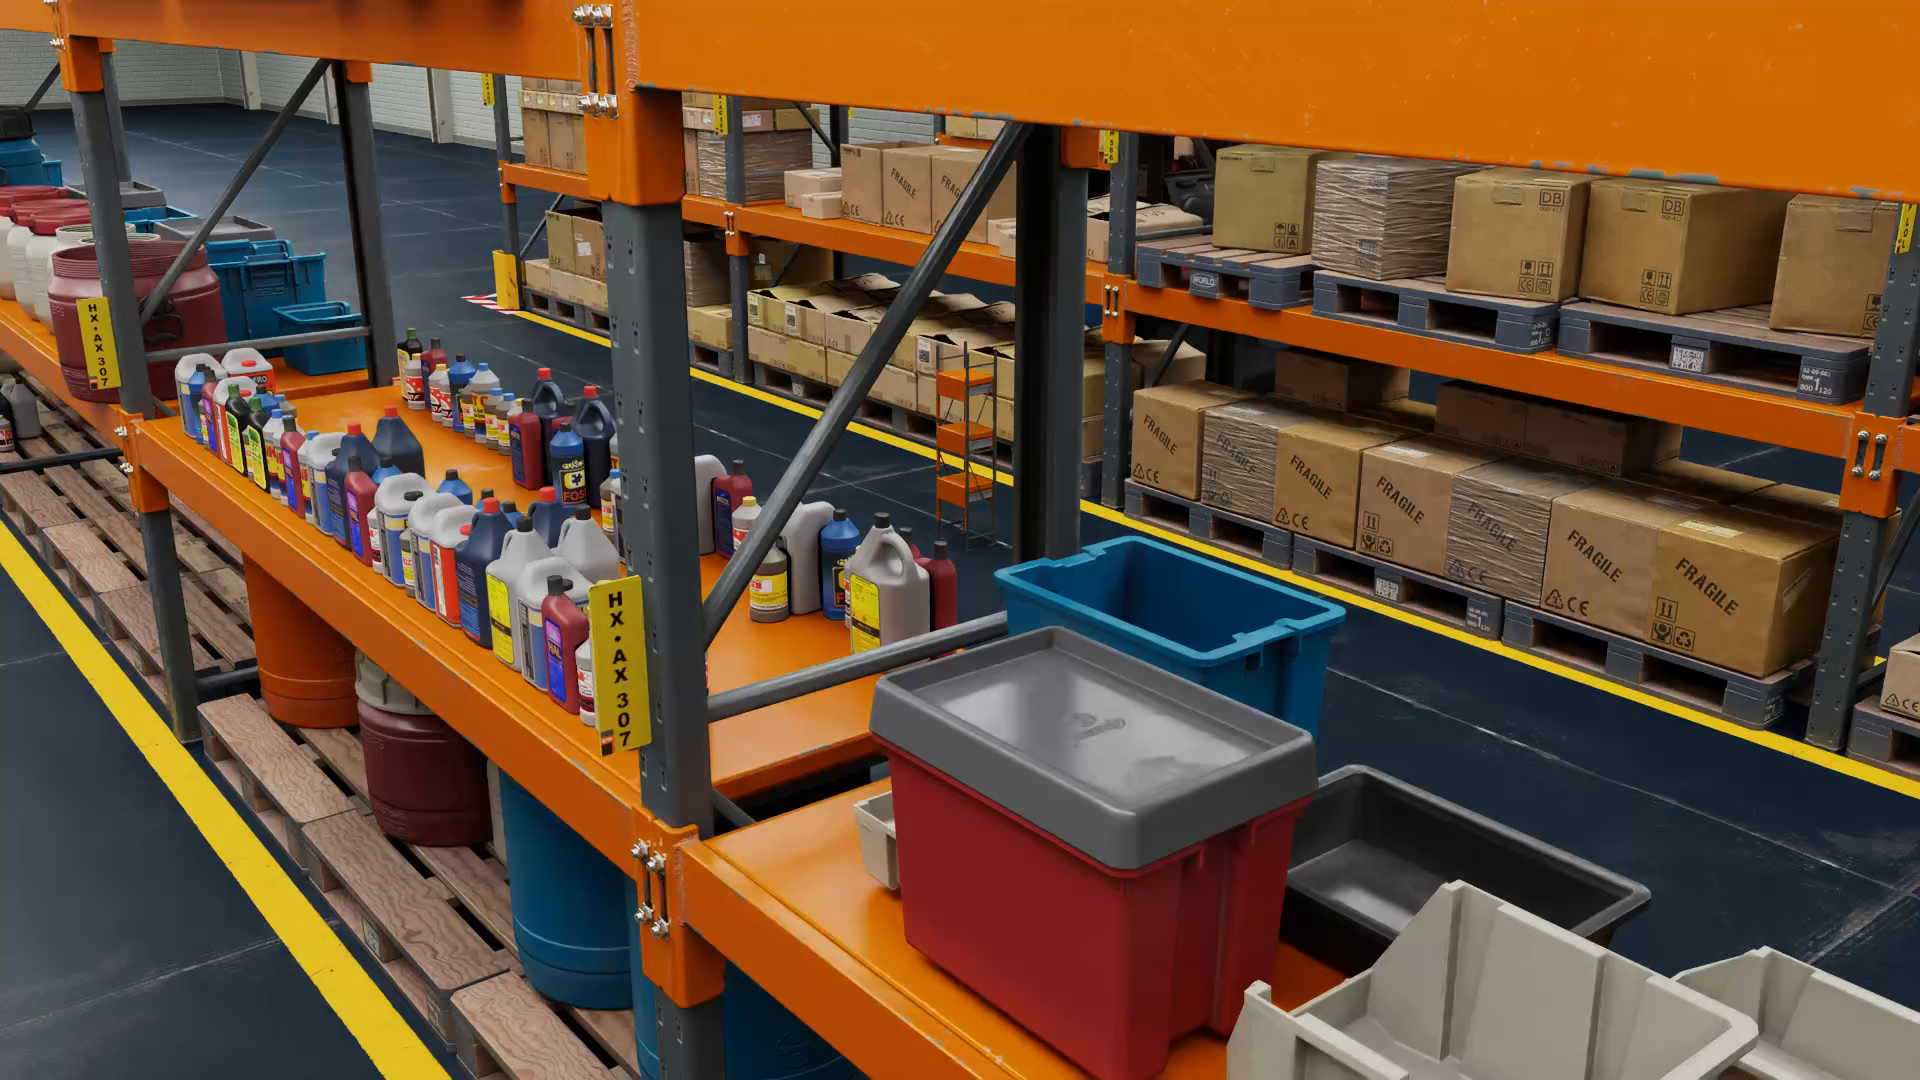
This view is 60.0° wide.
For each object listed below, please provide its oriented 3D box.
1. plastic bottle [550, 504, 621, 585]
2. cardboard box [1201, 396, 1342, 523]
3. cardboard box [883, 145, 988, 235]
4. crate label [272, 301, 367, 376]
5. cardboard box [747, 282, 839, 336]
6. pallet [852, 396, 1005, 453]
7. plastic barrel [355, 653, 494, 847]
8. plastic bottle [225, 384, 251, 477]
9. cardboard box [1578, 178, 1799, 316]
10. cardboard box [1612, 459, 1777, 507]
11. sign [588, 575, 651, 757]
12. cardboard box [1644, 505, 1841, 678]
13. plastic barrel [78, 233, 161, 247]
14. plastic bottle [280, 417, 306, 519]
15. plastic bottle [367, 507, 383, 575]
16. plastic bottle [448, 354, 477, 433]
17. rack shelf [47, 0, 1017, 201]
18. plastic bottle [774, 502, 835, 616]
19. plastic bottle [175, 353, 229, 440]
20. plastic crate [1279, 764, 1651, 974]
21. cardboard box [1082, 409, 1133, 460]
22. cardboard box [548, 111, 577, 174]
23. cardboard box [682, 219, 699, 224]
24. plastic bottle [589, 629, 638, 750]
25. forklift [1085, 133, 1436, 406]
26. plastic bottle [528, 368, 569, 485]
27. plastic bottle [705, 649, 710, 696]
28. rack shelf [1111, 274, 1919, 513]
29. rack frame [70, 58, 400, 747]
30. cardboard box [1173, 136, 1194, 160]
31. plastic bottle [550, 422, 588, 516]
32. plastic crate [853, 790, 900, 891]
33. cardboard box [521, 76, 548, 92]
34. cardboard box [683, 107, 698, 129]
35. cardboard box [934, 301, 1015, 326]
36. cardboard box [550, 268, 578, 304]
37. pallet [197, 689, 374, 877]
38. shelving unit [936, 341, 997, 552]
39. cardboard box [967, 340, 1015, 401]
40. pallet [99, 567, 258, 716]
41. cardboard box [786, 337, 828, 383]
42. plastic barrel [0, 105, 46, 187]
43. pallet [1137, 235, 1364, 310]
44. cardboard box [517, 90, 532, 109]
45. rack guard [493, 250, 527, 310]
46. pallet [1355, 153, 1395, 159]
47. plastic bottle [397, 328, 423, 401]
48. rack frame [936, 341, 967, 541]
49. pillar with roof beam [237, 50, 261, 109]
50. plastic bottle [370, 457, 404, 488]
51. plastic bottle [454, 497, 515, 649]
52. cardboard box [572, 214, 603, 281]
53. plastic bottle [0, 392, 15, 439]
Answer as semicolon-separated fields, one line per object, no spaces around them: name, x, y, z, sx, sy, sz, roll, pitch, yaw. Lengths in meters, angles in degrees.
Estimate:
plastic bottle;-0.887;0.083;3.917;0.144;0.351;0.185;-14;23;-36
cardboard box;1.617;-0.427;8.657;0.500;0.500;0.500;-15;24;-38
cardboard box;-0.153;-2.288;10.842;0.500;0.500;0.500;-14;23;-36
crate label;-2.624;-0.832;6.871;0.303;0.233;0.416;-14;23;-36
cardboard box;-1.194;-1.696;12.027;0.500;0.311;0.500;-14;23;-36
pallet;-0.005;-0.888;11.208;1.003;0.211;1.213;-14;23;-36
plastic barrel;-1.638;0.606;5.429;0.600;0.588;0.708;-14;23;-36
plastic bottle;-2.307;-0.354;5.345;0.061;0.283;0.133;-14;23;-36
cardboard box;3.117;-1.279;7.127;0.700;0.500;0.500;-10;21;-28
cardboard box;3.263;-0.033;7.468;0.500;0.500;0.500;-14;23;-35
sign;-0.606;0.226;2.967;0.100;0.325;0.005;-14;23;-36
cardboard box;3.181;0.197;6.772;0.500;0.500;0.500;-14;23;-36
plastic barrel;-3.463;-1.000;6.932;0.421;0.512;0.421;0;18;0
plastic bottle;-1.960;-0.216;4.929;0.061;0.283;0.133;-14;23;-36
plastic bottle;-1.532;-0.017;4.457;0.097;0.201;0.097;0;18;0
plastic bottle;-1.750;-0.521;5.867;0.097;0.271;0.097;0;18;0
rack shelf;-1.415;-1.325;4.463;1.077;0.370;4.000;-14;23;-36
plastic bottle;-0.389;0.031;4.194;0.152;0.276;0.135;-14;23;-36
plastic bottle;-2.641;-0.506;5.817;0.152;0.276;0.135;-14;23;-36
plastic crate;0.732;0.576;2.693;0.437;0.125;0.590;-14;23;-36
cardboard box;0.711;-0.677;9.841;0.500;0.250;0.500;-13;23;-35
cardboard box;-3.129;-3.474;14.422;0.700;0.500;0.500;-13;22;-35
cardboard box;-2.231;-2.481;14.096;0.500;0.500;0.500;-14;23;-36
plastic bottle;-0.671;0.276;3.456;0.152;0.276;0.135;-14;23;-36
forklift;1.878;-2.327;11.227;1.130;2.935;3.031;-15;23;-38
plastic bottle;-1.295;-0.366;5.275;0.144;0.351;0.185;-14;23;-36
plastic bottle;-0.585;0.282;3.555;0.097;0.201;0.097;0;18;0
rack shelf;2.470;-0.866;7.852;1.077;0.370;4.000;-14;23;-36
rack frame;-2.657;-0.735;6.310;1.000;3.000;0.127;-14;23;-36
cardboard box;2.094;-3.650;15.320;0.500;0.250;0.500;-14;23;-36
plastic bottle;-1.165;-0.216;4.947;0.097;0.271;0.097;0;18;0
plastic crate;0.004;0.490;2.935;0.396;0.136;0.243;-14;23;-36
cardboard box;-3.426;-4.205;14.566;0.700;0.500;0.500;-14;23;-36
cardboard box;-1.908;-3.192;12.541;0.380;0.149;0.250;-15;23;-38
cardboard box;0.166;-1.428;11.217;0.500;0.311;0.500;-14;23;-37
cardboard box;-3.267;-2.268;14.646;0.500;0.250;0.500;-14;23;-36
pallet;-2.135;0.775;6.186;1.003;0.211;1.213;-14;23;-36
shelving unit;0.033;-0.485;8.658;0.215;1.050;0.252;-14;23;-36
cardboard box;0.382;-1.069;10.132;0.500;0.311;0.500;-14;23;-37
pallet;-3.107;0.390;7.348;1.003;0.211;1.213;-14;23;-36
cardboard box;-0.883;-1.306;11.742;0.500;0.250;0.500;-13;23;-35
plastic barrel;-5.138;-1.804;8.742;0.600;0.901;0.708;-14;23;-36
pallet;1.704;-1.456;8.794;1.213;0.211;1.003;-14;23;-36
cardboard box;-3.664;-3.889;14.644;0.380;0.149;0.250;-14;23;-36
rack guard;-3.754;-2.491;15.591;1.175;0.500;0.348;-14;23;-36
pallet;3.848;-3.057;13.629;1.003;0.211;1.213;-14;23;-36
plastic bottle;-2.071;-0.663;6.279;0.061;0.283;0.133;-14;23;-36
rack frame;-0.043;-0.515;8.748;0.200;1.050;0.008;-14;23;-36
pillar with roof beam;-20.746;-14.036;36.936;9.100;9.000;0.400;-14;23;-36
plastic bottle;-1.567;-0.095;4.582;0.097;0.271;0.097;0;18;0
plastic bottle;-1.115;0.066;3.970;0.144;0.351;0.185;-14;23;-36
cardboard box;-2.948;-2.503;14.163;0.500;0.500;0.500;-14;23;-36
plastic bottle;-5.766;-0.774;9.943;0.144;0.351;0.185;-15;23;-38
